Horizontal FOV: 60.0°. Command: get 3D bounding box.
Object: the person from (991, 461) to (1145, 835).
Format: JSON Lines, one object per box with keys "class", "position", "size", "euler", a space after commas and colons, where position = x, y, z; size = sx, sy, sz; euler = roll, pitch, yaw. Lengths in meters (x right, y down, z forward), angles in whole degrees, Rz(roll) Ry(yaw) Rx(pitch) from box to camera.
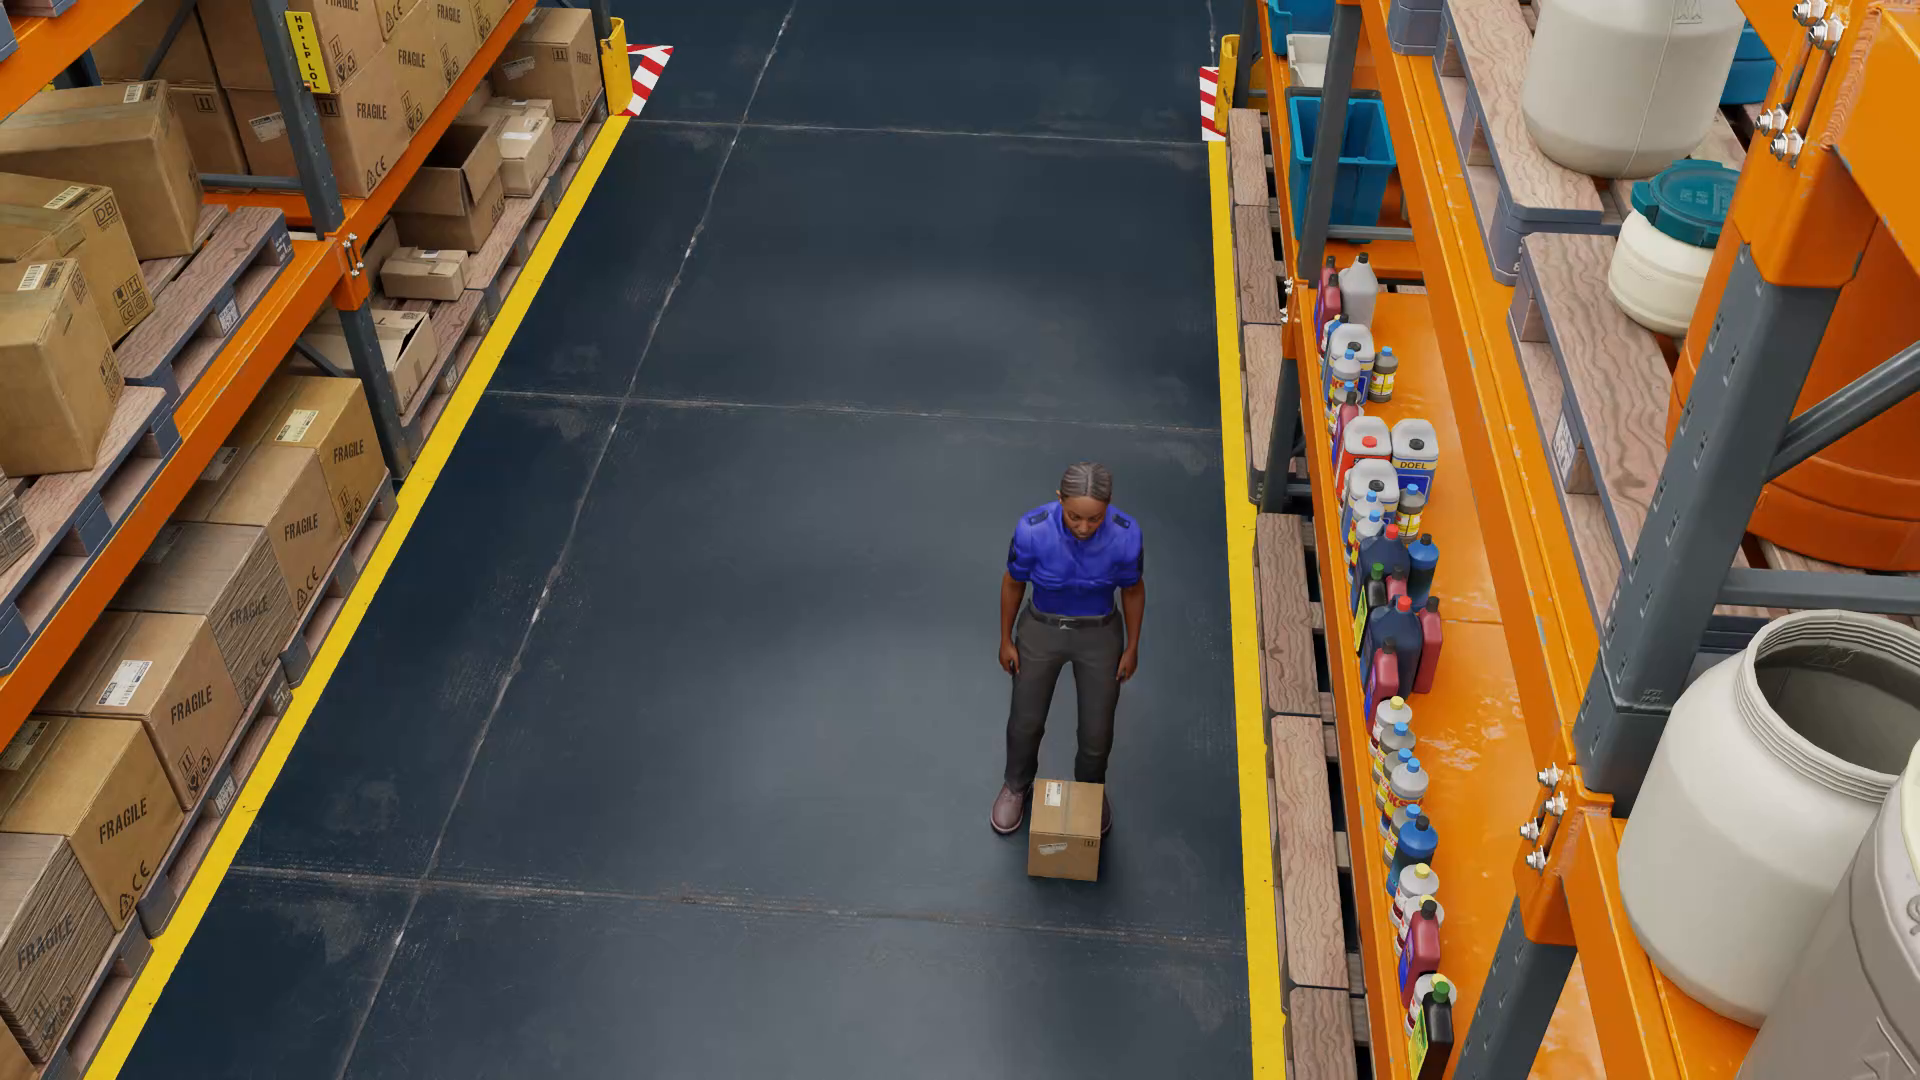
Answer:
{"class": "person", "position": [0.372, 0.358, 5.738], "size": [0.505, 1.654, 0.350], "euler": [2, 40, 3]}
